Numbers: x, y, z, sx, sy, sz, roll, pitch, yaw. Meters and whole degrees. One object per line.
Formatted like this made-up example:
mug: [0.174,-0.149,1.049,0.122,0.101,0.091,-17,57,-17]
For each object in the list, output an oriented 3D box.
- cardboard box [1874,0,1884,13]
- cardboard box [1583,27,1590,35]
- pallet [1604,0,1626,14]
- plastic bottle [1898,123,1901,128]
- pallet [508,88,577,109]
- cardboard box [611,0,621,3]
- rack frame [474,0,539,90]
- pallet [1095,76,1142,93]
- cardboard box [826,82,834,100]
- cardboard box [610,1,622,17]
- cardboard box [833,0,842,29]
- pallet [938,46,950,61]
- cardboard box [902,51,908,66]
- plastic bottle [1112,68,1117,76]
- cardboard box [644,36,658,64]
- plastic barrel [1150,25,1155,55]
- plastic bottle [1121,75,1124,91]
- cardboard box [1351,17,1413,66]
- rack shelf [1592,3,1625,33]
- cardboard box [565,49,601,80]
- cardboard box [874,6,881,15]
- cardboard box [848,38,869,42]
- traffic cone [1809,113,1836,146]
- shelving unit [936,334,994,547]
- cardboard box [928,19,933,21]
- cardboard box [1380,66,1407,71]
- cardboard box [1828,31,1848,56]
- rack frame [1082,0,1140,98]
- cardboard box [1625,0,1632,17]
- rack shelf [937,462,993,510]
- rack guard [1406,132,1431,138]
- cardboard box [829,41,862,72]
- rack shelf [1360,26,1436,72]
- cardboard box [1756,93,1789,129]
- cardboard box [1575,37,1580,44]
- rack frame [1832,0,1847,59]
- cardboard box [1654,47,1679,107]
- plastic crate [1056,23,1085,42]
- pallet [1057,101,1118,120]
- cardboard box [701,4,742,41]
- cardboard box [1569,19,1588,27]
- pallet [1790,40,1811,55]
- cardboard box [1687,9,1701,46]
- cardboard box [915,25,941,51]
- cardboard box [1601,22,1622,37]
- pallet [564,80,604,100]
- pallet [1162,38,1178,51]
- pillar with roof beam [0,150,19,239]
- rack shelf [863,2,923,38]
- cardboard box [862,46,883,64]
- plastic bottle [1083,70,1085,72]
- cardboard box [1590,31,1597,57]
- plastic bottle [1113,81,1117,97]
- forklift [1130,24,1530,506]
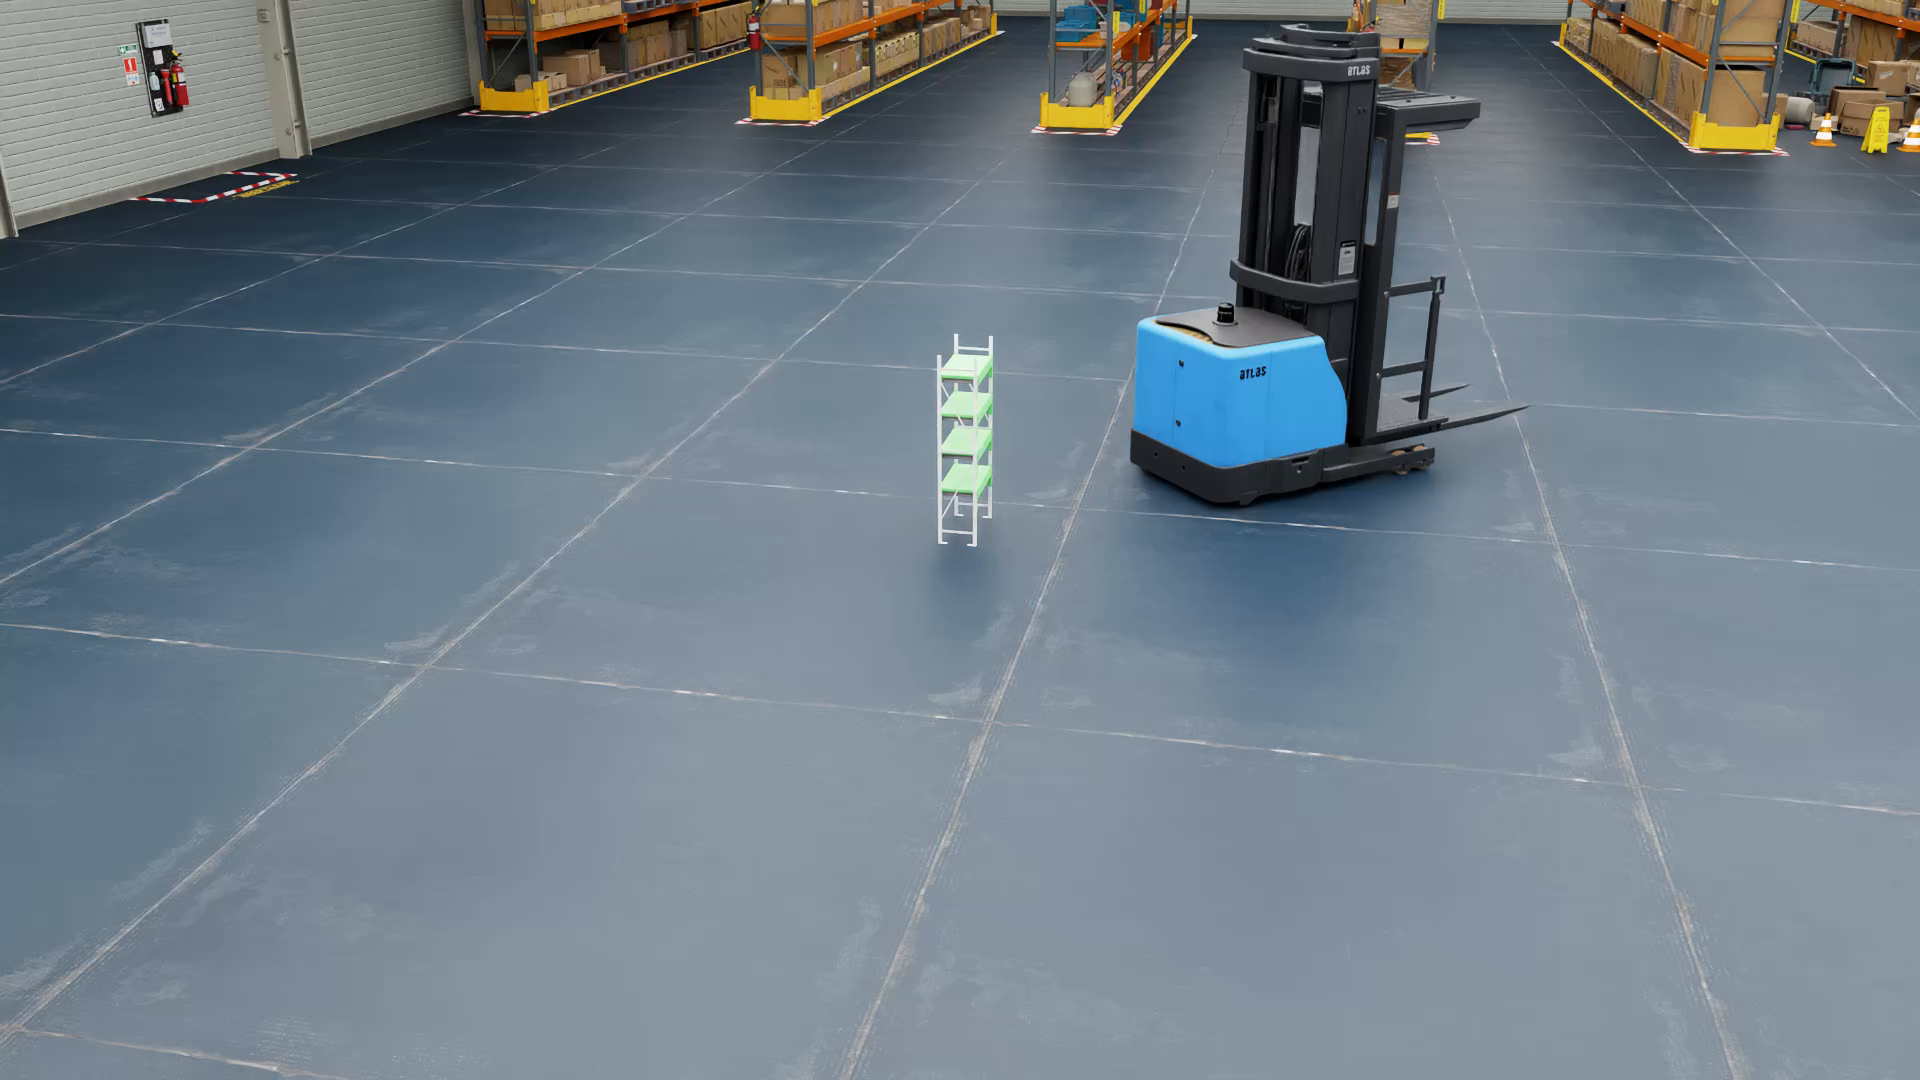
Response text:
cardboard box: [18.171,-10.407,32.380,0.500,0.250,0.500,4,22,10]
cardboard box: [13.940,-11.190,36.582,0.380,0.149,0.250,4,22,10]
pallet: [13.290,-10.421,32.470,1.213,0.211,1.003,4,22,11]
plastic bottle: [15.200,-6.746,27.022,0.133,0.061,0.283,8,23,20]
pallet: [-7.550,-7.892,29.667,1.003,0.211,1.213,4,22,11]
cardboard box: [-6.744,-10.417,31.375,0.500,0.500,0.500,4,22,11]
rack frame: [-7.766,-8.863,28.346,1.000,3.000,0.127,4,22,11]
pallet: [2.871,-8.568,31.344,1.003,0.211,1.213,4,22,11]
cardboard box: [-2.490,-7.769,28.746,0.500,0.250,0.500,4,22,11]
cardboard box: [-6.750,-10.070,31.515,0.500,0.250,0.500,5,22,11]
cardboard box: [-2.495,-9.270,29.221,0.700,0.500,0.500,5,23,13]
pallet: [-0.843,-10.834,36.973,1.003,0.211,1.213,4,22,11]
cardboard box: [-1.359,-9.749,33.663,0.500,0.250,0.500,5,22,12]
plastic bottle: [2.758,-8.300,29.904,0.144,0.351,0.185,4,22,11]
cardboard box: [-6.616,-10.018,33.969,0.700,0.500,0.500,5,22,12]
plastic barrel: [3.878,-10.703,35.580,0.600,0.588,0.708,4,22,11]
plastic bottle: [2.868,-8.125,29.559,0.061,0.283,0.133,6,23,14]
cardboard box: [8.575,-10.116,33.739,1.225,0.875,0.875,3,22,8]
rack shelf: [13.657,-10.639,33.718,1.077,0.370,4.000,4,22,11]
cardboard box: [-7.123,-8.988,31.413,0.500,0.500,0.500,3,22,7]
cardboard box: [-1.719,-10.142,31.857,0.380,0.149,0.250,4,22,11]
cardboard box: [-1.988,-9.856,33.178,0.500,0.311,0.500,4,22,10]
traffic cone: [13.115,-6.225,25.190,0.336,0.463,0.334,4,22,11]
shelving unit: [0.034,-0.617,10.280,0.258,1.200,0.503,4,22,11]
cardboard box: [-0.903,-11.566,37.814,0.500,0.500,0.500,5,22,12]
cardboard box: [7.367,-7.875,28.677,0.500,0.500,0.500,12,25,28]
cardboard box: [19.164,-10.592,35.504,0.875,0.438,0.875,4,22,10]
rack frame: [2.749,-9.571,30.103,1.000,3.000,0.127,4,22,11]
cardboard box: [12.893,-10.144,31.392,0.500,0.500,0.500,5,22,12]
rack shelf: [0.034,-0.335,10.393,0.258,0.148,0.480,4,22,11]
rack guard: [6.797,-6.599,26.069,1.175,0.500,0.348,4,22,11]
cardboard box: [-2.094,-8.849,30.425,0.500,0.500,0.500,4,22,11]
rack shelf: [7.189,-8.128,27.484,1.077,0.370,4.000,4,22,11]
cardboard box: [13.120,-6.974,26.998,0.500,0.500,0.500,8,23,20]
cardboard box: [14.158,-11.305,37.664,0.380,0.149,0.250,4,22,11]
rack frame: [18.931,-11.364,34.554,1.000,3.000,0.127,4,22,11]
cardboard box: [12.235,-7.763,27.895,0.875,0.875,0.875,5,22,12]
plastic crate: [1.742,-8.245,27.010,0.499,0.251,0.616,4,22,11]
pallet: [2.073,-7.143,27.806,1.003,0.211,1.213,4,22,11]
cardboard box: [-5.501,-11.877,38.143,0.750,0.750,0.750,5,23,13]
cardboard box: [14.326,-11.957,38.486,0.380,0.149,0.250,4,22,11]
pallet: [19.661,-11.235,37.967,1.003,0.211,1.213,4,22,11]
cardboard box: [12.043,-8.119,26.298,0.875,0.550,0.500,4,22,11]
cardboard box: [-0.702,-10.977,36.351,0.500,0.500,0.500,4,22,10]
cardboard box: [13.441,-10.456,34.081,0.500,0.250,0.500,5,23,13]
pallet: [-7.299,-8.337,30.771,1.003,0.211,1.213,4,22,11]
pallet: [4.493,-11.475,38.564,1.003,0.211,1.213,4,22,11]
pillar with roof beam: [-6.704,-7.251,16.313,9.100,9.000,0.400,4,22,11]
rack shelf: [-1.692,-10.348,32.994,1.077,0.370,4.000,4,22,11]
cardboard box: [-1.772,-9.262,31.703,0.500,0.311,0.500,5,22,11]
plastic bottle: [2.254,-8.426,30.324,0.097,0.271,0.097,0,22,0]
cardboard box: [13.654,-10.489,35.167,0.500,0.500,0.500,5,23,13]
plastic bottle: [2.671,-7.773,28.685,0.061,0.283,0.133,5,22,12]
forklift: [2.712,-1.968,11.318,3.031,2.935,1.130,-12,25,-28]
